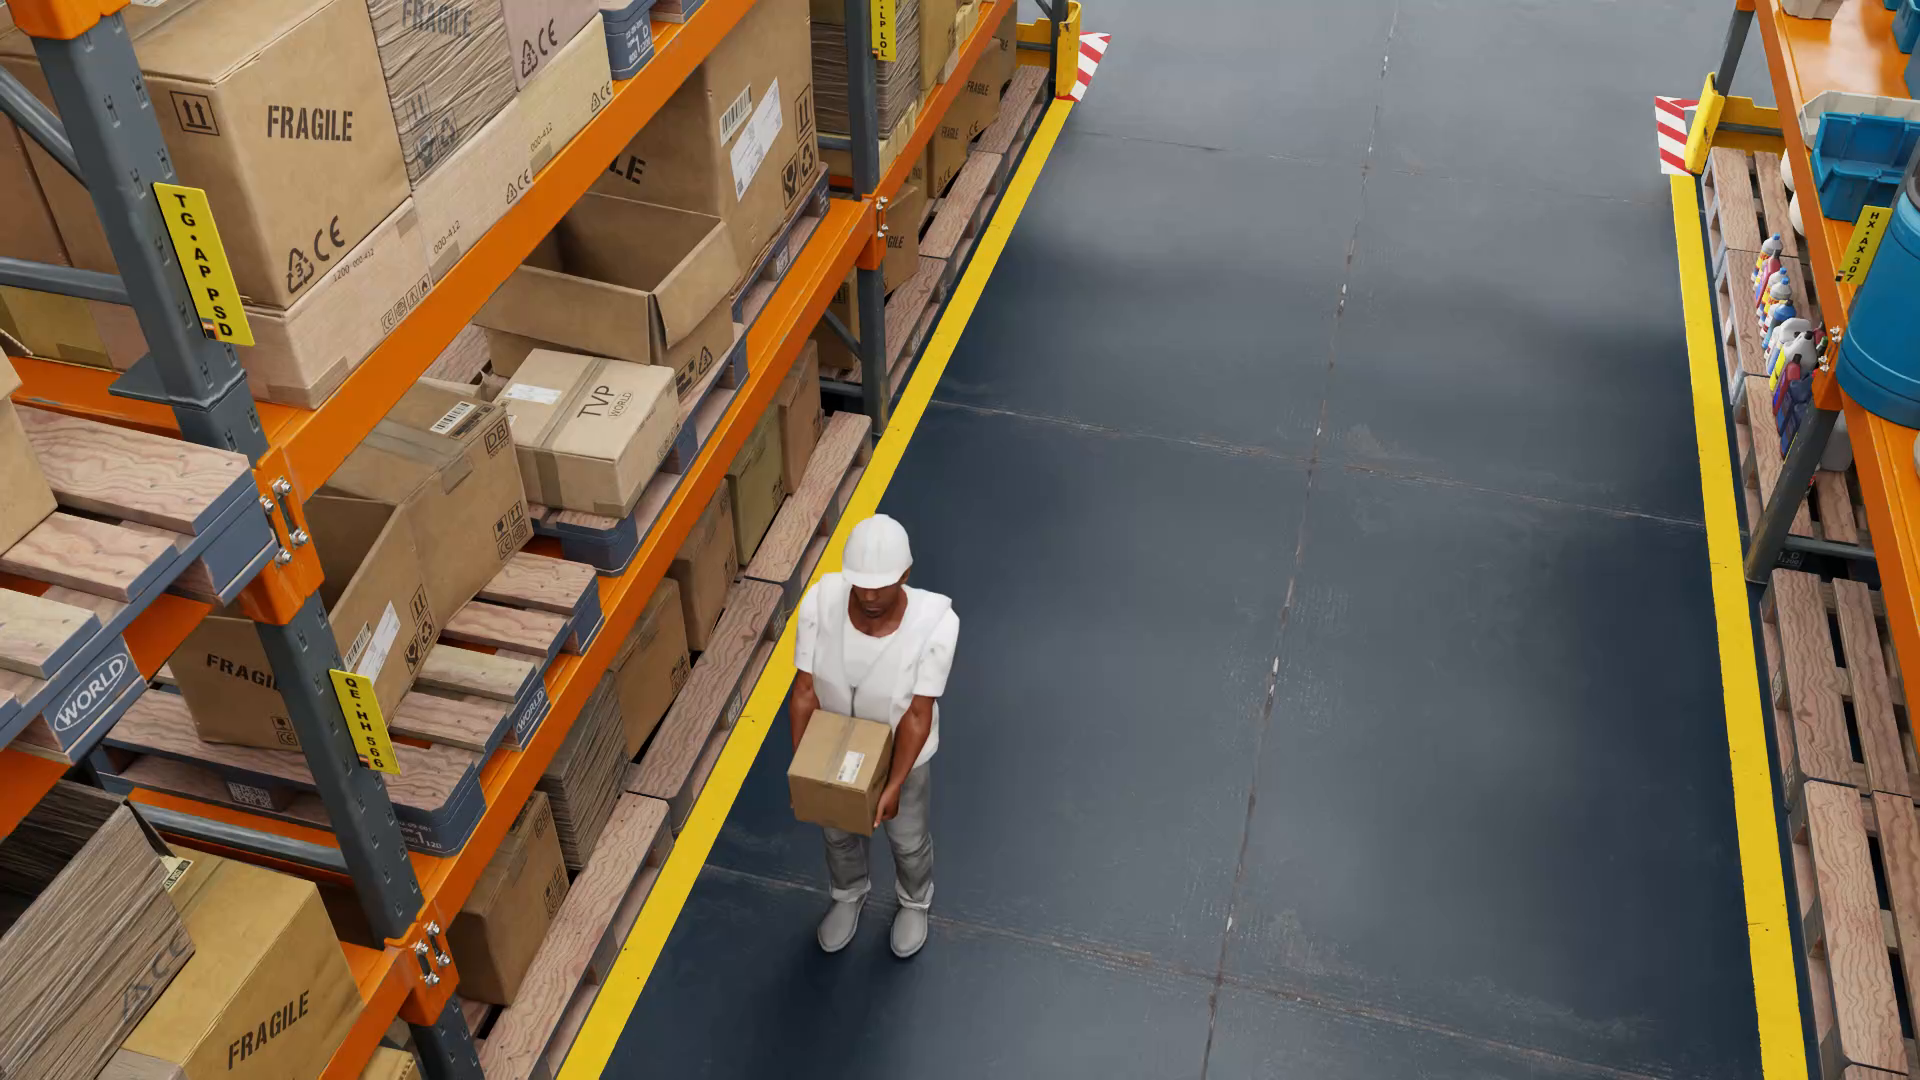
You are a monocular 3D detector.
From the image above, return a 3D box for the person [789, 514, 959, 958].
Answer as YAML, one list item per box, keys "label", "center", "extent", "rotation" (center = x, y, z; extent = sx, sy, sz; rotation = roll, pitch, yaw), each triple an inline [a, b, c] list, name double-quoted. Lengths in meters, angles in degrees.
- label: "person"
  center: [-0.293, 0.712, 5.317]
  extent: [0.504, 1.761, 0.572]
  rotation: [11, 42, 12]
